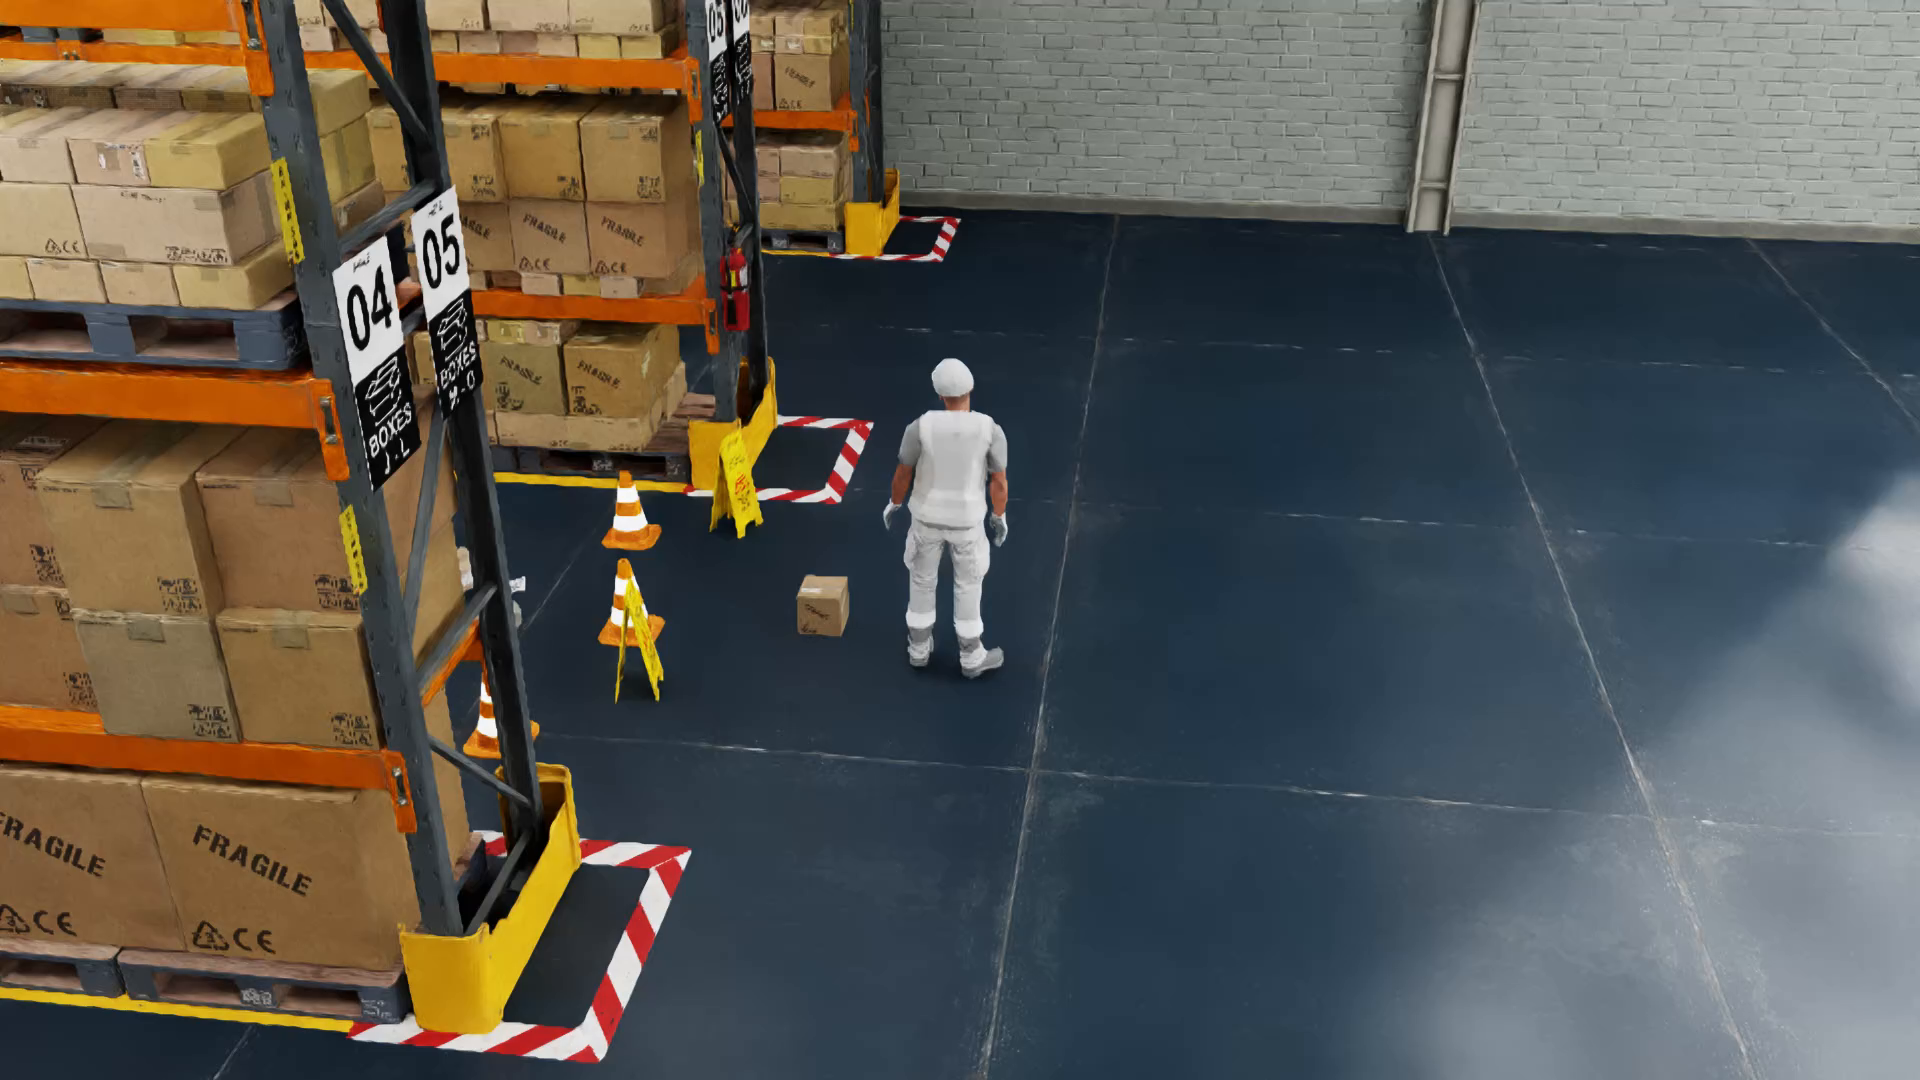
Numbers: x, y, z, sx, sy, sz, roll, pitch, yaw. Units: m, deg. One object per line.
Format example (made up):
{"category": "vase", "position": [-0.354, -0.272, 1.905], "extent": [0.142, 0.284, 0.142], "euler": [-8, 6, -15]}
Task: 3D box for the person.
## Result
{"category": "person", "position": [-0.078, -0.127, 8.761], "extent": [0.662, 1.798, 0.396], "euler": [2, 28, 3]}
